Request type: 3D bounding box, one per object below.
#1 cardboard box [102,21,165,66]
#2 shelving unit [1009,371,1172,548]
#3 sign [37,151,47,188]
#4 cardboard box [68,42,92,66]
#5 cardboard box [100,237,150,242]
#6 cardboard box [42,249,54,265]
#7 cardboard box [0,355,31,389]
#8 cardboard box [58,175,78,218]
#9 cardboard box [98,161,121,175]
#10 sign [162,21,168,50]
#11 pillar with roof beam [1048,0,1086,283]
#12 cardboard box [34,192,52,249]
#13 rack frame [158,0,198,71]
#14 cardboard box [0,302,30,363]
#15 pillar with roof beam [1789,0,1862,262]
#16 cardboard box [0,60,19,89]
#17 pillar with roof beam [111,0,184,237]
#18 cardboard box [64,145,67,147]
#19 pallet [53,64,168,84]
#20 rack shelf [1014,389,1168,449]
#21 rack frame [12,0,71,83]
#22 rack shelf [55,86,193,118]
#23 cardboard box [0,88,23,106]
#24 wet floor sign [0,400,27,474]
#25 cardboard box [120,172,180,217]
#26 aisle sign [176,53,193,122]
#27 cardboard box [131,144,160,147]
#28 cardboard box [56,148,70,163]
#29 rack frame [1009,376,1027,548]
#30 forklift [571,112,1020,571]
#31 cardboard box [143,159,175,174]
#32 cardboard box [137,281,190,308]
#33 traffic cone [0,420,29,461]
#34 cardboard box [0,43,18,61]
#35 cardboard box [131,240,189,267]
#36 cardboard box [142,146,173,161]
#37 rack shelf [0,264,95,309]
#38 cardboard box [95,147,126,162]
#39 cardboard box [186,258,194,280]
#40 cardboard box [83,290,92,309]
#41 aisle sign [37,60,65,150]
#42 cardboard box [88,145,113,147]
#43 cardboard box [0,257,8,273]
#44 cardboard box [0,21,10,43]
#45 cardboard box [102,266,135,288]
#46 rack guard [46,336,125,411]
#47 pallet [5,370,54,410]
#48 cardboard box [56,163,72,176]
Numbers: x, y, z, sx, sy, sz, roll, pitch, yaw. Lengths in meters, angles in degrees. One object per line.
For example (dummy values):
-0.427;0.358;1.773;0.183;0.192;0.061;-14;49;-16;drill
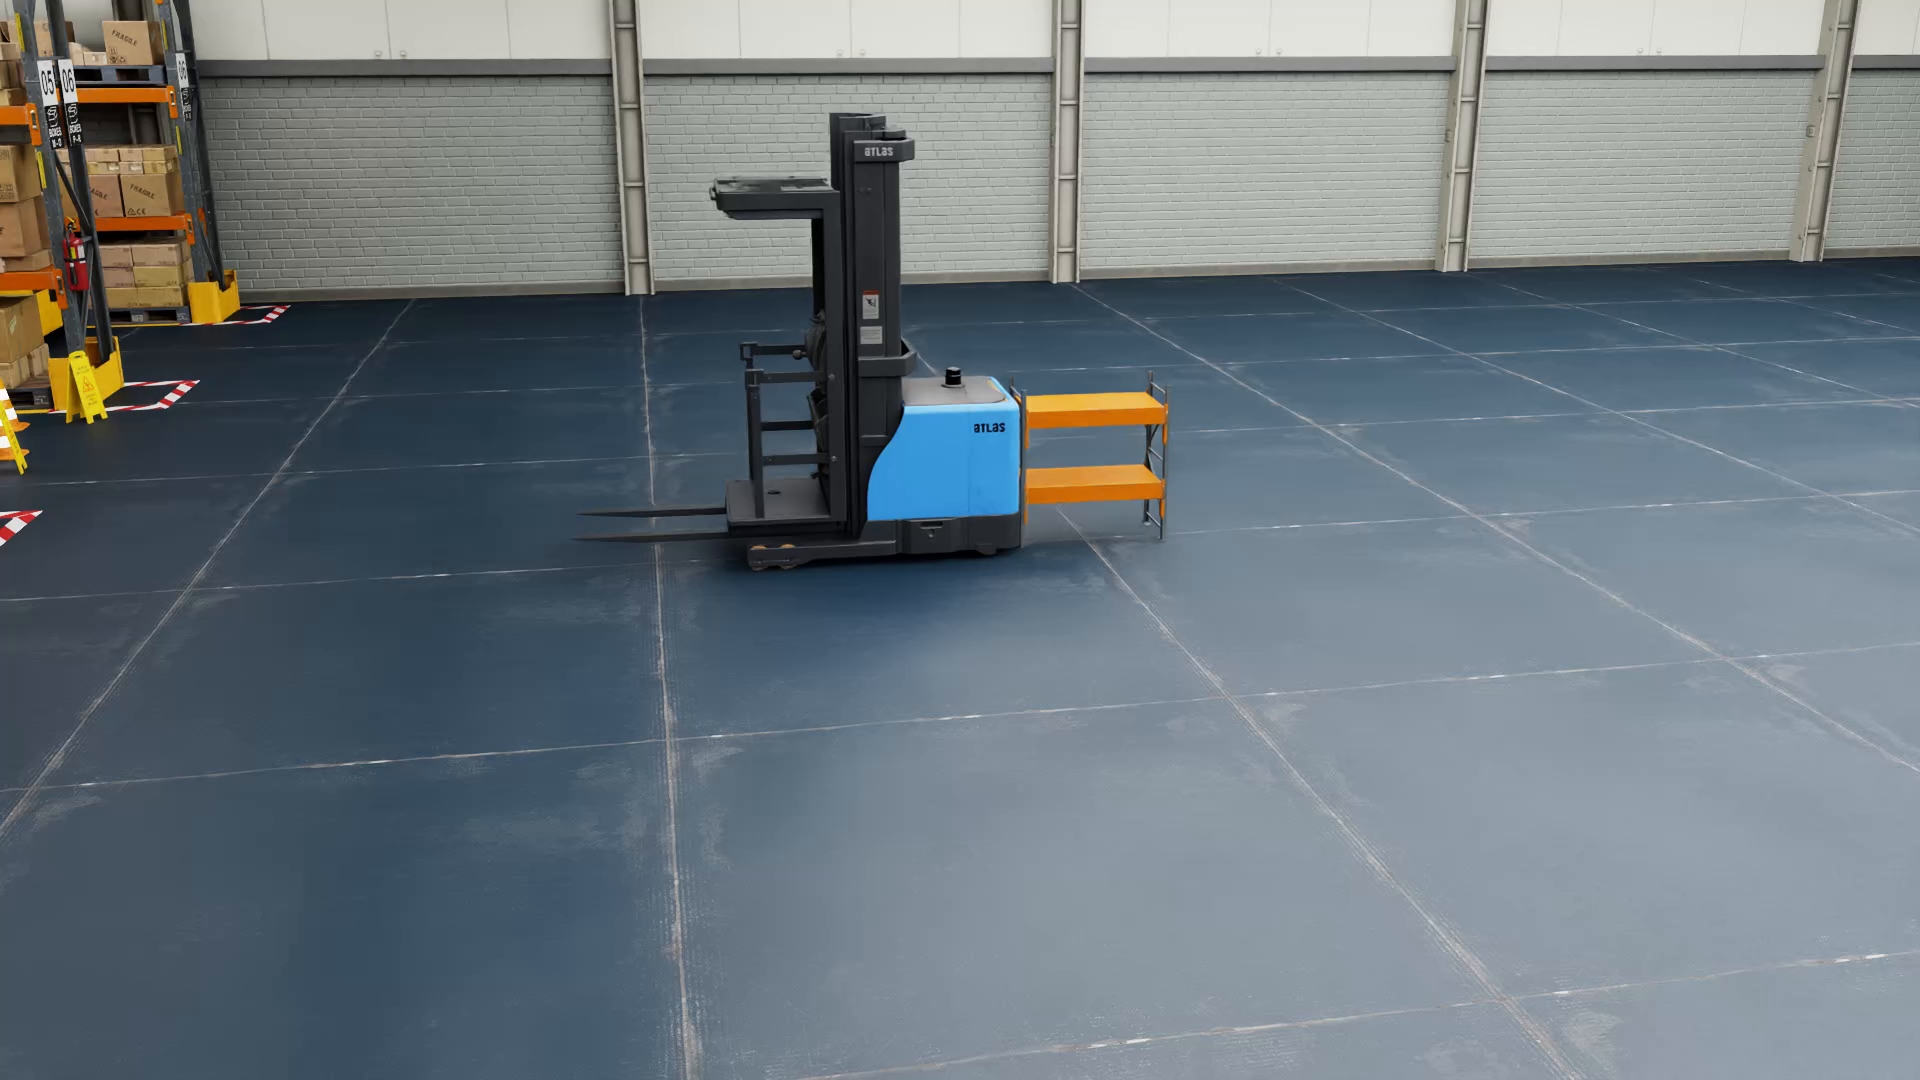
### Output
-9.823;-5.908;19.775;0.500;0.500;0.500;-3;17;-9;cardboard box
0.902;-0.576;11.771;1.048;1.125;0.538;-3;17;-9;shelving unit
-8.403;-3.386;15.216;0.005;0.325;0.100;-3;17;-10;sign
-10.439;-5.743;19.637;0.258;0.266;0.396;-3;17;-10;cardboard box
-10.432;-3.636;20.807;0.500;0.250;0.500;-3;17;-10;cardboard box
-8.862;-2.763;16.127;0.250;0.149;0.380;-3;17;-10;cardboard box
-9.255;-1.605;15.896;0.500;0.250;0.500;-3;17;-11;cardboard box
-10.882;-4.163;20.086;0.500;0.500;0.500;-4;17;-11;cardboard box
-10.233;-4.511;20.116;0.250;0.149;0.380;-3;17;-9;cardboard box
-9.345;-5.935;19.545;0.005;0.325;0.100;-3;17;-10;sign
2.310;-6.789;18.590;0.400;9.000;9.100;-3;17;-10;pillar with roof beam
-9.007;-3.086;16.073;0.500;0.500;0.500;-4;17;-11;cardboard box
-9.434;-7.141;19.734;0.127;3.000;1.000;-3;17;-10;rack frame
-9.226;-1.967;15.799;0.500;0.500;0.500;-3;17;-10;cardboard box
14.092;-7.458;20.766;0.400;9.000;9.100;-3;17;-10;pillar with roof beam
-8.940;-4.241;15.149;0.500;0.250;0.500;-3;17;-11;cardboard box
-9.472;-6.121;16.413;0.400;9.000;9.100;-3;17;-10;pillar with roof beam
-11.101;-4.775;20.467;0.250;0.149;0.380;-4;17;-12;cardboard box
-10.133;-5.633;20.084;1.213;0.211;1.003;-3;17;-10;pallet
0.902;-0.856;11.685;1.000;0.278;0.538;-3;17;-9;rack shelf
-8.489;-5.710;15.076;0.127;3.000;1.000;-3;17;-10;rack frame
-11.398;-5.252;19.918;4.000;0.370;1.077;-3;17;-10;rack shelf
-8.786;-4.056;15.226;0.250;0.149;0.380;-3;17;-10;cardboard box
-7.798;-0.868;13.539;0.232;0.644;0.267;-6;18;-20;wet floor sign
-9.868;-4.218;20.265;0.500;0.500;0.500;-4;17;-12;cardboard box
-9.314;-5.435;19.970;0.004;0.787;0.394;-3;17;-10;aisle sign
-10.077;-4.819;20.612;0.250;0.149;0.380;-3;17;-9;cardboard box
-10.727;-4.608;19.925;0.250;0.149;0.380;-3;17;-9;cardboard box
0.400;-0.552;11.694;0.032;1.125;0.500;-3;17;-9;rack frame
-1.149;-1.362;11.256;3.031;2.935;1.130;-3;17;-9;forklift
-9.721;-4.531;20.179;0.250;0.149;0.380;-3;17;-10;cardboard box
-9.836;-3.042;20.575;0.500;0.250;0.500;-3;17;-10;cardboard box
-8.122;-0.933;14.061;0.334;0.463;0.336;-3;17;-10;traffic cone
-8.765;-4.433;15.098;0.250;0.149;0.380;-3;17;-10;cardboard box
-9.827;-3.522;20.434;0.500;0.250;0.500;-3;17;-9;cardboard box
-9.746;-4.692;20.199;0.250;0.149;0.380;-3;17;-10;cardboard box
-10.453;-2.387;15.700;4.000;0.370;1.077;-3;17;-10;rack shelf
-10.234;-4.647;20.052;0.250;0.149;0.380;-3;17;-9;cardboard box
-9.935;-3.432;20.993;0.500;0.250;0.500;-3;17;-9;cardboard box
-10.819;-2.992;20.412;0.500;0.250;0.500;-3;17;-10;cardboard box
-8.373;-4.005;15.314;0.004;0.787;0.394;-3;17;-10;aisle sign
-10.570;-4.783;20.493;0.250;0.149;0.380;-3;17;-10;cardboard box
-9.043;-2.594;15.575;0.250;0.149;0.380;-3;17;-11;cardboard box
-11.429;-5.860;19.612;0.637;0.503;0.797;-3;17;-9;cardboard box
-10.347;-3.256;20.421;0.500;0.250;0.500;-3;17;-11;cardboard box
-8.564;-1.643;16.310;0.348;0.500;1.175;-3;17;-10;rack guard
-9.368;-1.470;16.239;1.213;0.211;1.003;-3;17;-10;pallet
-10.732;-4.472;19.989;0.250;0.149;0.380;-4;17;-12;cardboard box
